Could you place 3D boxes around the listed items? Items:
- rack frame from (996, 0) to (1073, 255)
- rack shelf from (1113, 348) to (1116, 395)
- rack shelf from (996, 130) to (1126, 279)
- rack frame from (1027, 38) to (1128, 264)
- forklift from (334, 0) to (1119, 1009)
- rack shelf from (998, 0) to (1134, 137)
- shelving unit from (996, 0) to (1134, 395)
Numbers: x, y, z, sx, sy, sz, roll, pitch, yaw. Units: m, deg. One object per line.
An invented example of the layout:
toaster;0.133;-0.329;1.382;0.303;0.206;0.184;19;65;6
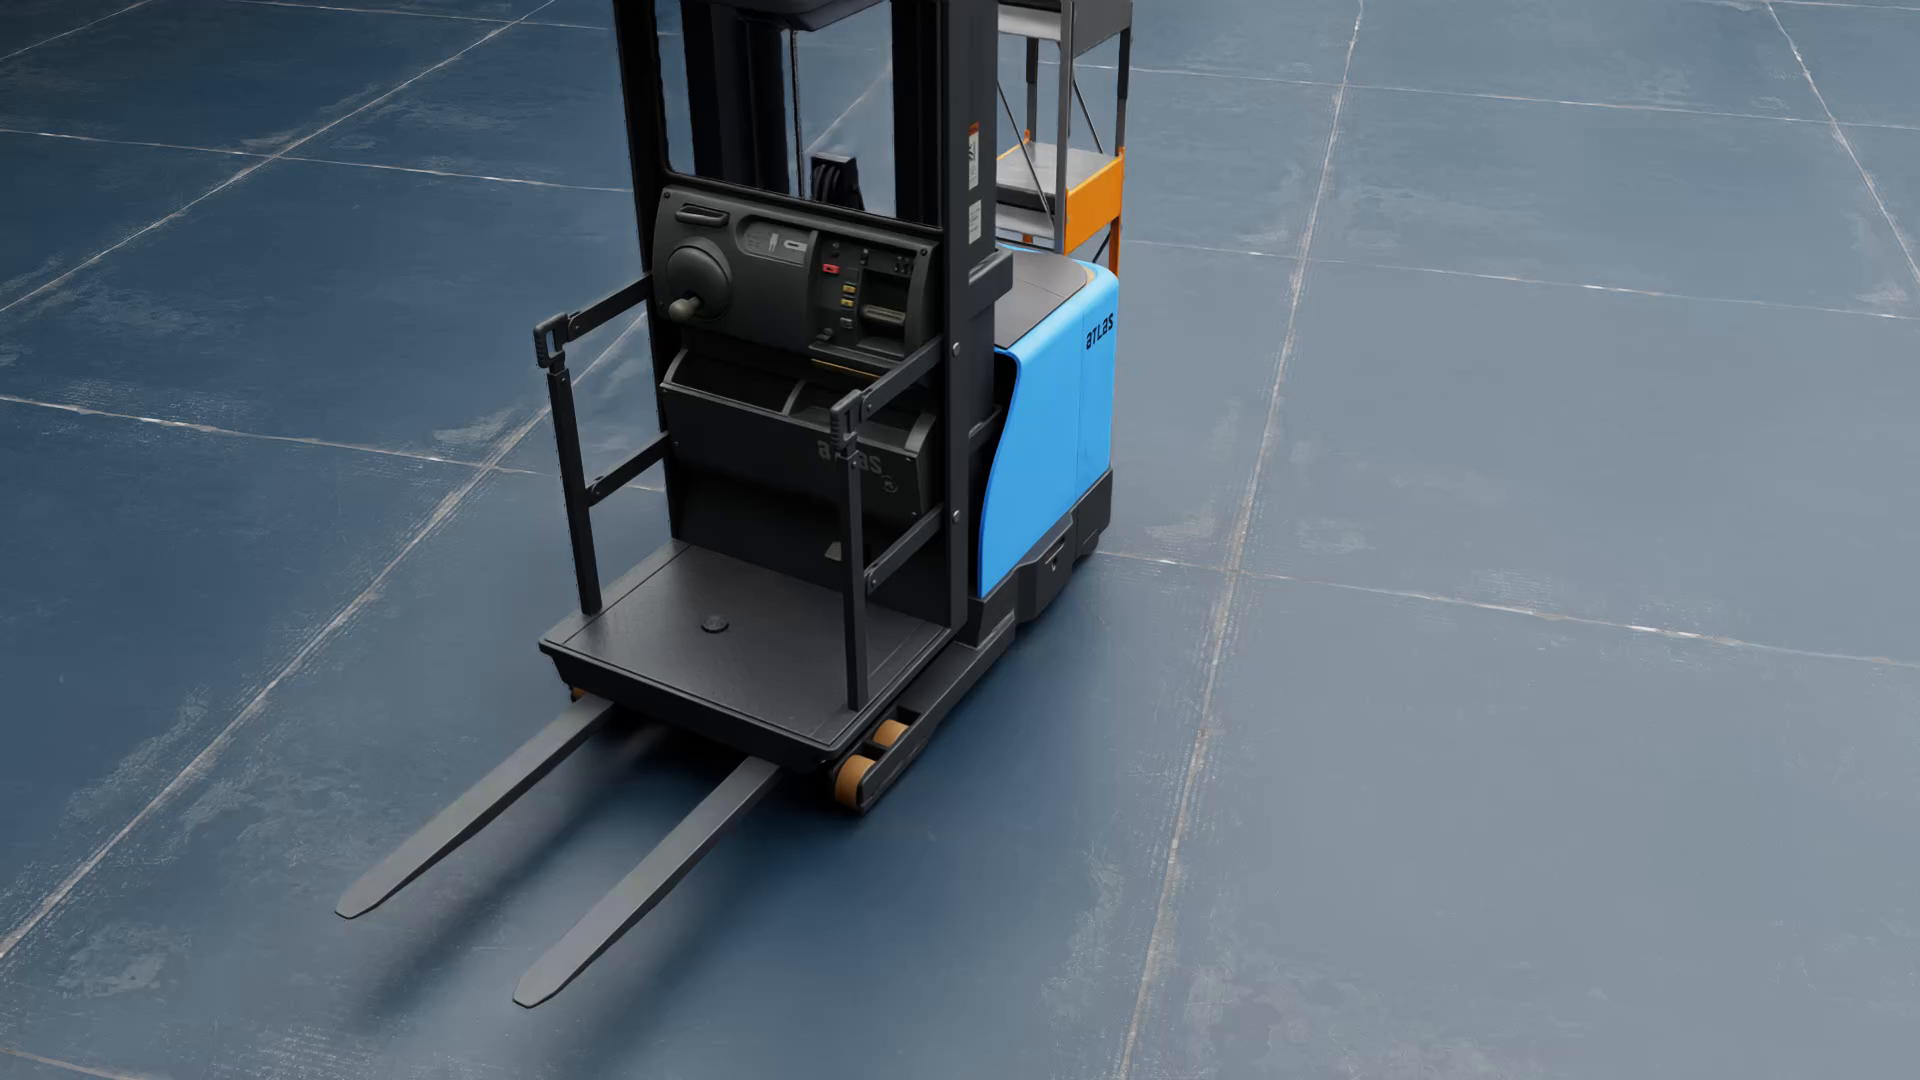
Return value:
rack frame;0.190;-1.059;5.959;0.400;2.100;0.015;17;36;24
rack shelf;0.309;-0.571;6.522;0.431;0.518;0.480;17;36;24
rack shelf;0.309;-1.162;6.146;0.431;0.518;0.480;17;36;24
rack frame;0.429;-1.288;6.318;0.400;2.100;0.015;17;36;24
forklift;-0.597;-0.706;4.629;1.130;2.935;3.031;17;36;24
rack shelf;0.309;-1.753;5.771;0.431;0.518;0.480;17;36;24
shelving unit;0.309;-1.173;6.139;0.431;2.100;0.503;17;36;24
